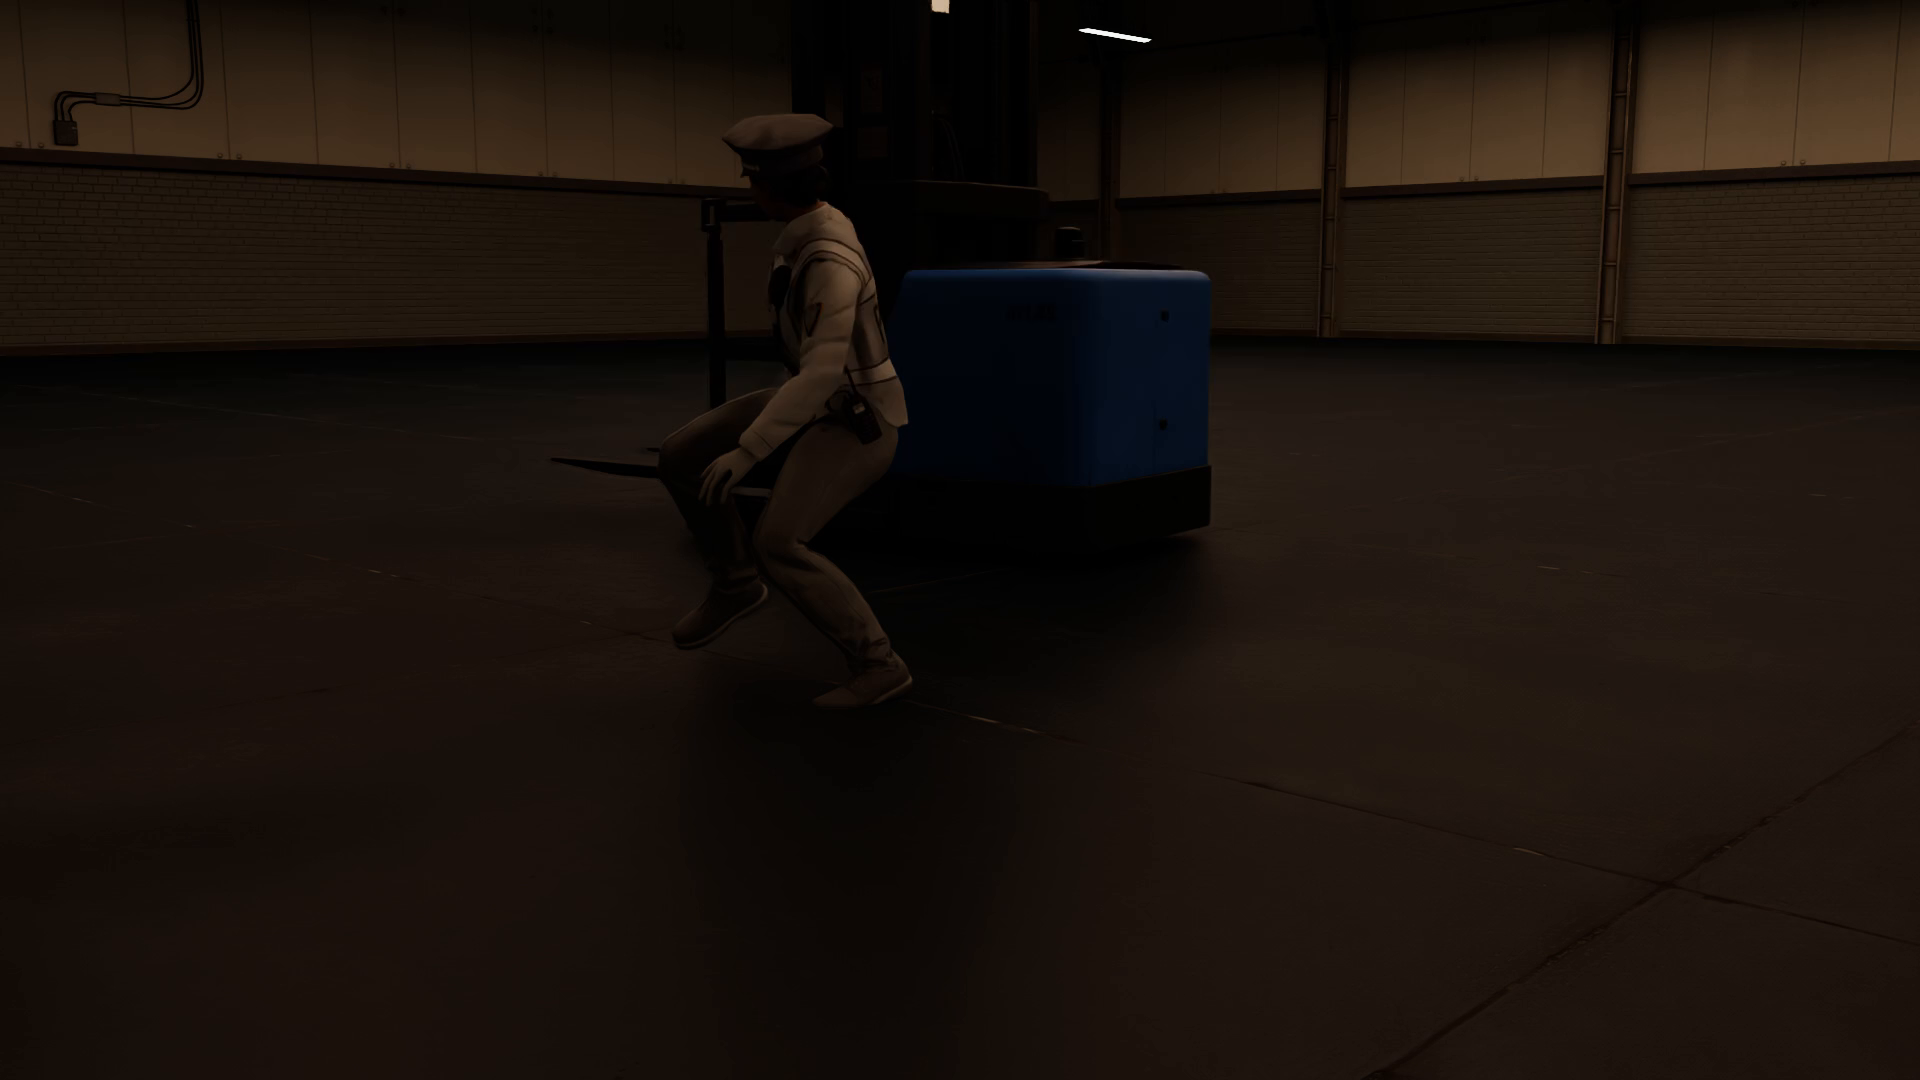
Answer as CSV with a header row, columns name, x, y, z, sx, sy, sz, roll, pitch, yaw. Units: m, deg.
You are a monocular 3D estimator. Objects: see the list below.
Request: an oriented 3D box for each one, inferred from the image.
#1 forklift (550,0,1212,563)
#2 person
name,x,y,z,sx,sy,sz,roll,pitch,yaw
forklift,-0.488,-1.516,6.941,3.031,2.935,1.130,6,11,35
person,-0.440,-0.327,4.204,0.633,1.456,0.740,-4,10,-26
